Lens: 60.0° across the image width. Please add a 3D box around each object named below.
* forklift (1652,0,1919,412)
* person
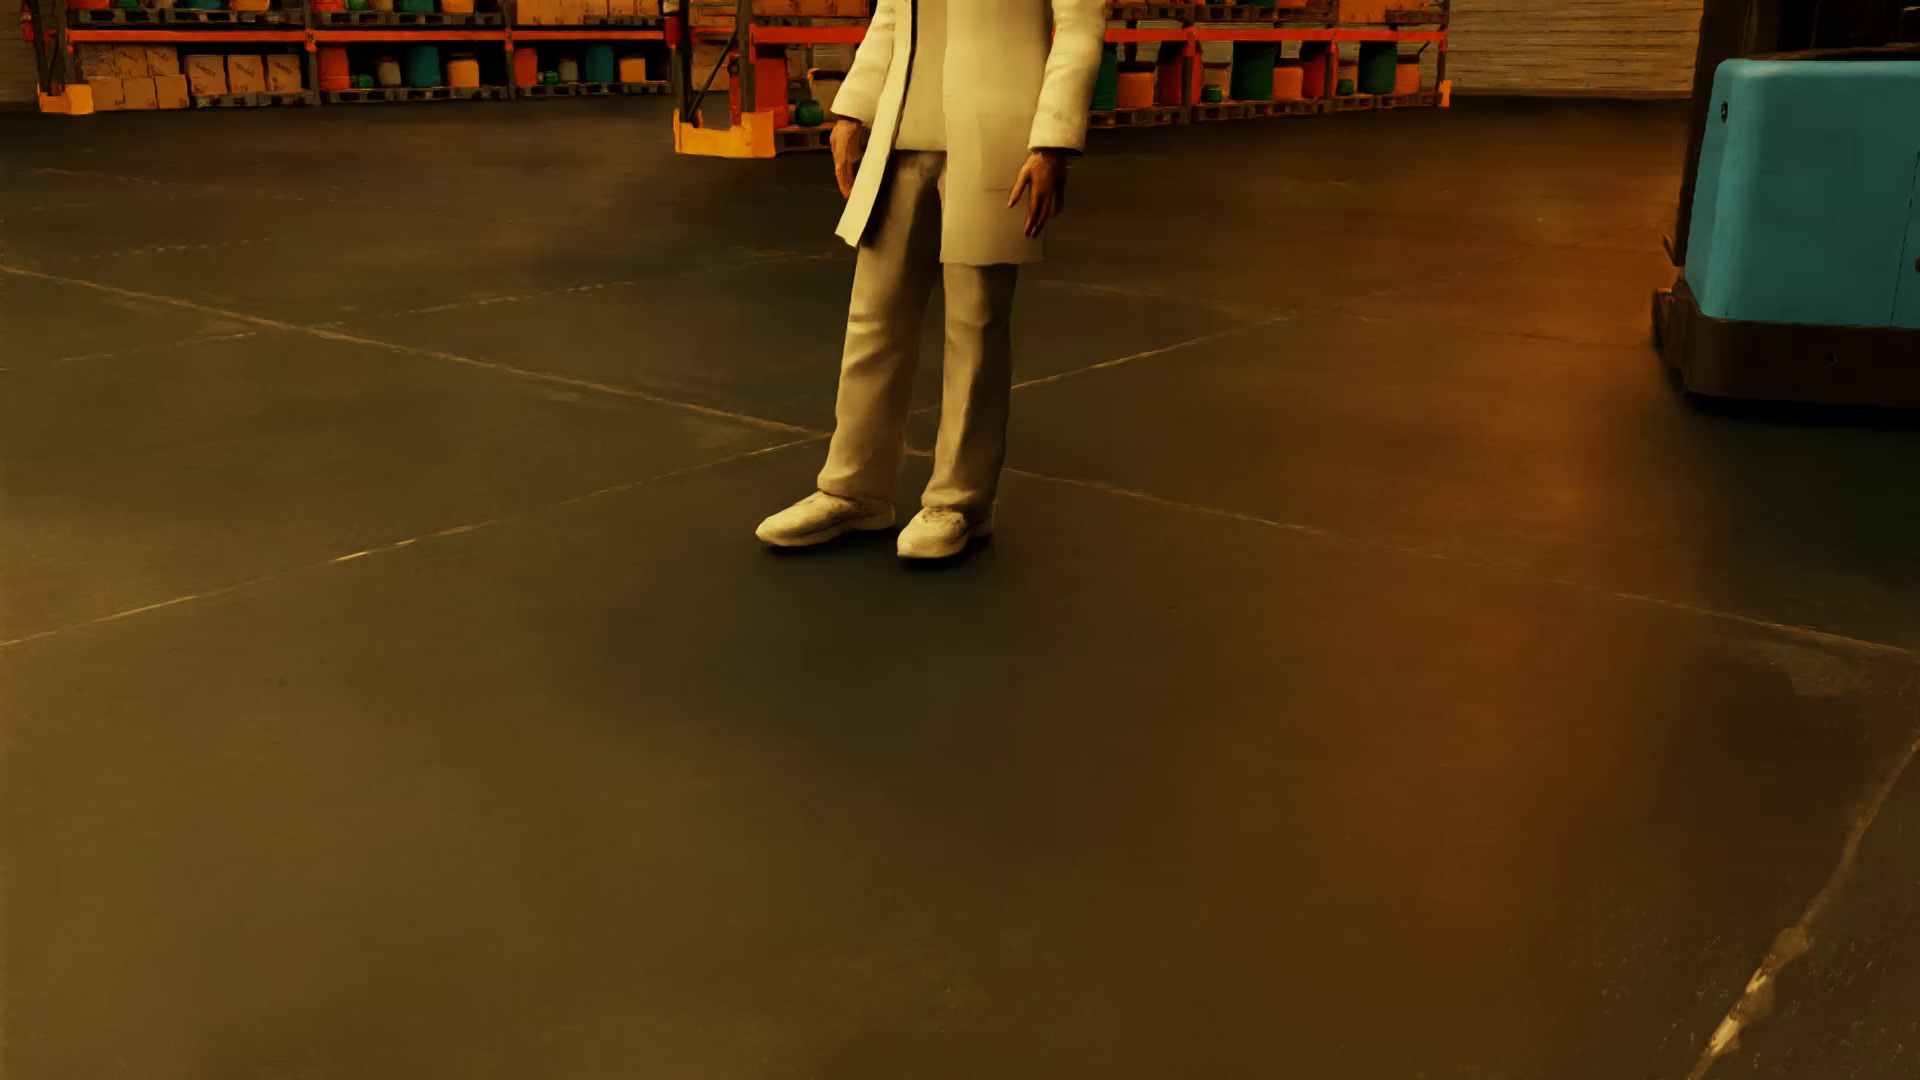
[{"bbox_3d":[3.272,-2.148,5.970,1.130,2.935,3.031,6,18,19],"label":"forklift"},{"bbox_3d":[-0.062,-0.838,3.617,0.694,1.776,0.579,13,21,37],"label":"person"}]
